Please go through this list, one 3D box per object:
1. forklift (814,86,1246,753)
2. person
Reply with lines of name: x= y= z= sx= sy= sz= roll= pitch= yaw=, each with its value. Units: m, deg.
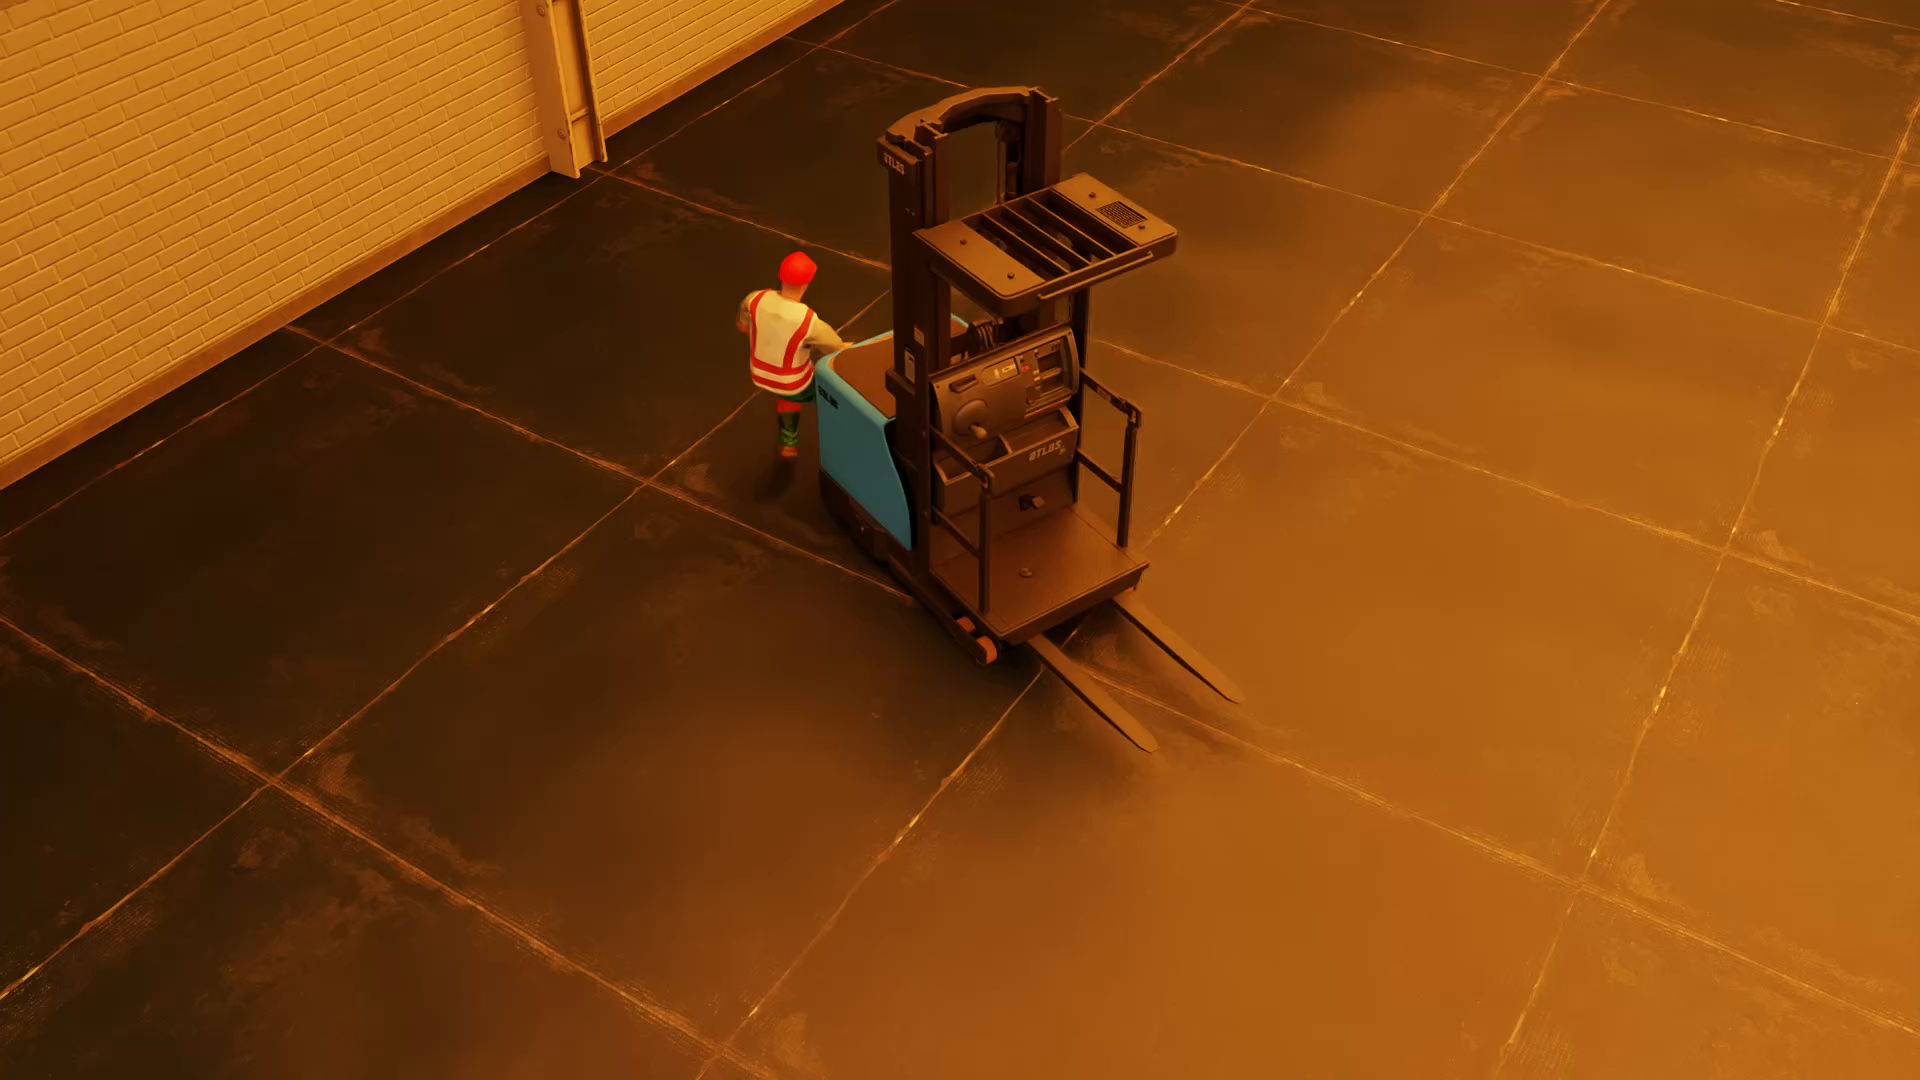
forklift: x=0.382 y=-0.770 z=8.875 sx=1.130 sy=2.935 sz=3.031 roll=-25 pitch=46 yaw=-26
person: x=-0.951 y=-1.115 z=10.292 sx=0.808 sy=1.646 sz=0.667 roll=18 pitch=43 yaw=20
